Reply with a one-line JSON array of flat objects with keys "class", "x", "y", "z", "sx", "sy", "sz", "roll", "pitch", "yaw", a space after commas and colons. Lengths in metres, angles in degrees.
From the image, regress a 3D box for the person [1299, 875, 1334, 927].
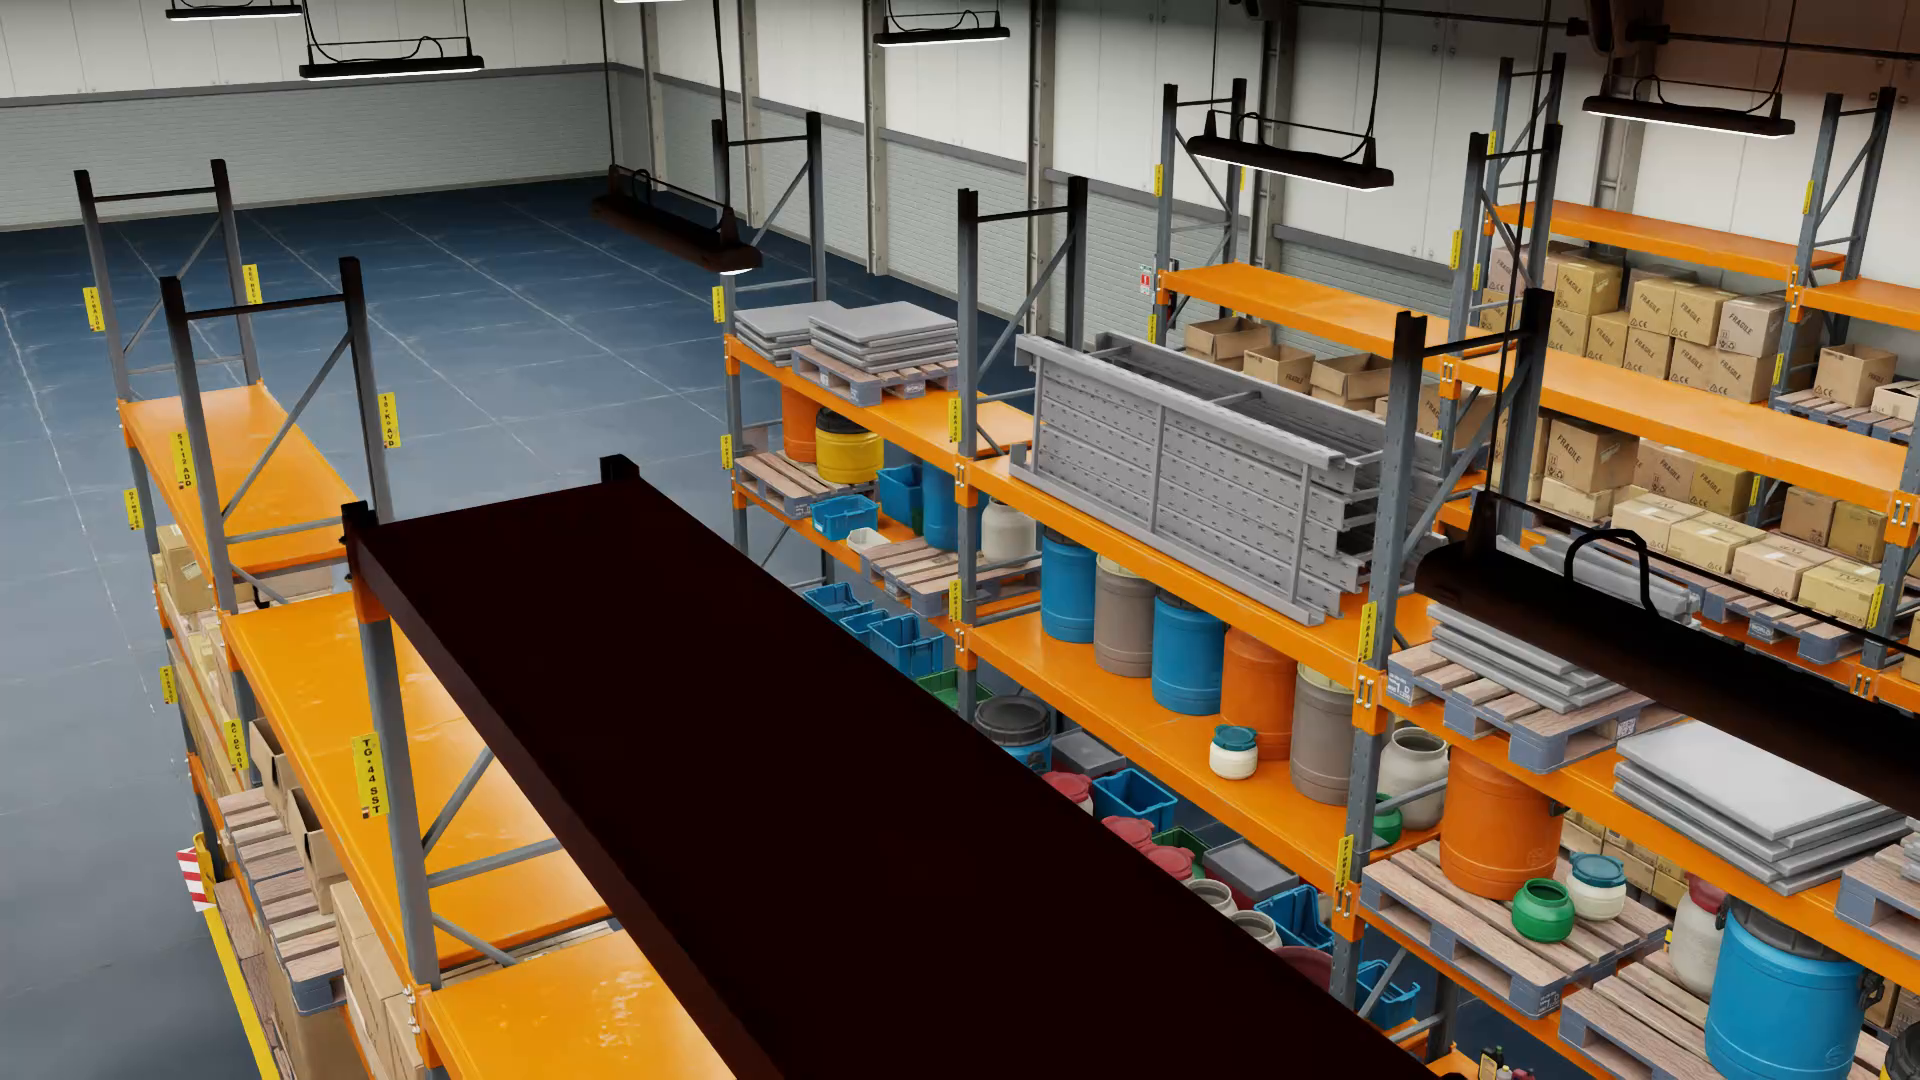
[{"class": "person", "x": 2.615, "y": 2.680, "z": 12.427, "sx": 0.608, "sy": 1.656, "sz": 1.073, "roll": -12, "pitch": 25, "yaw": -27}]
